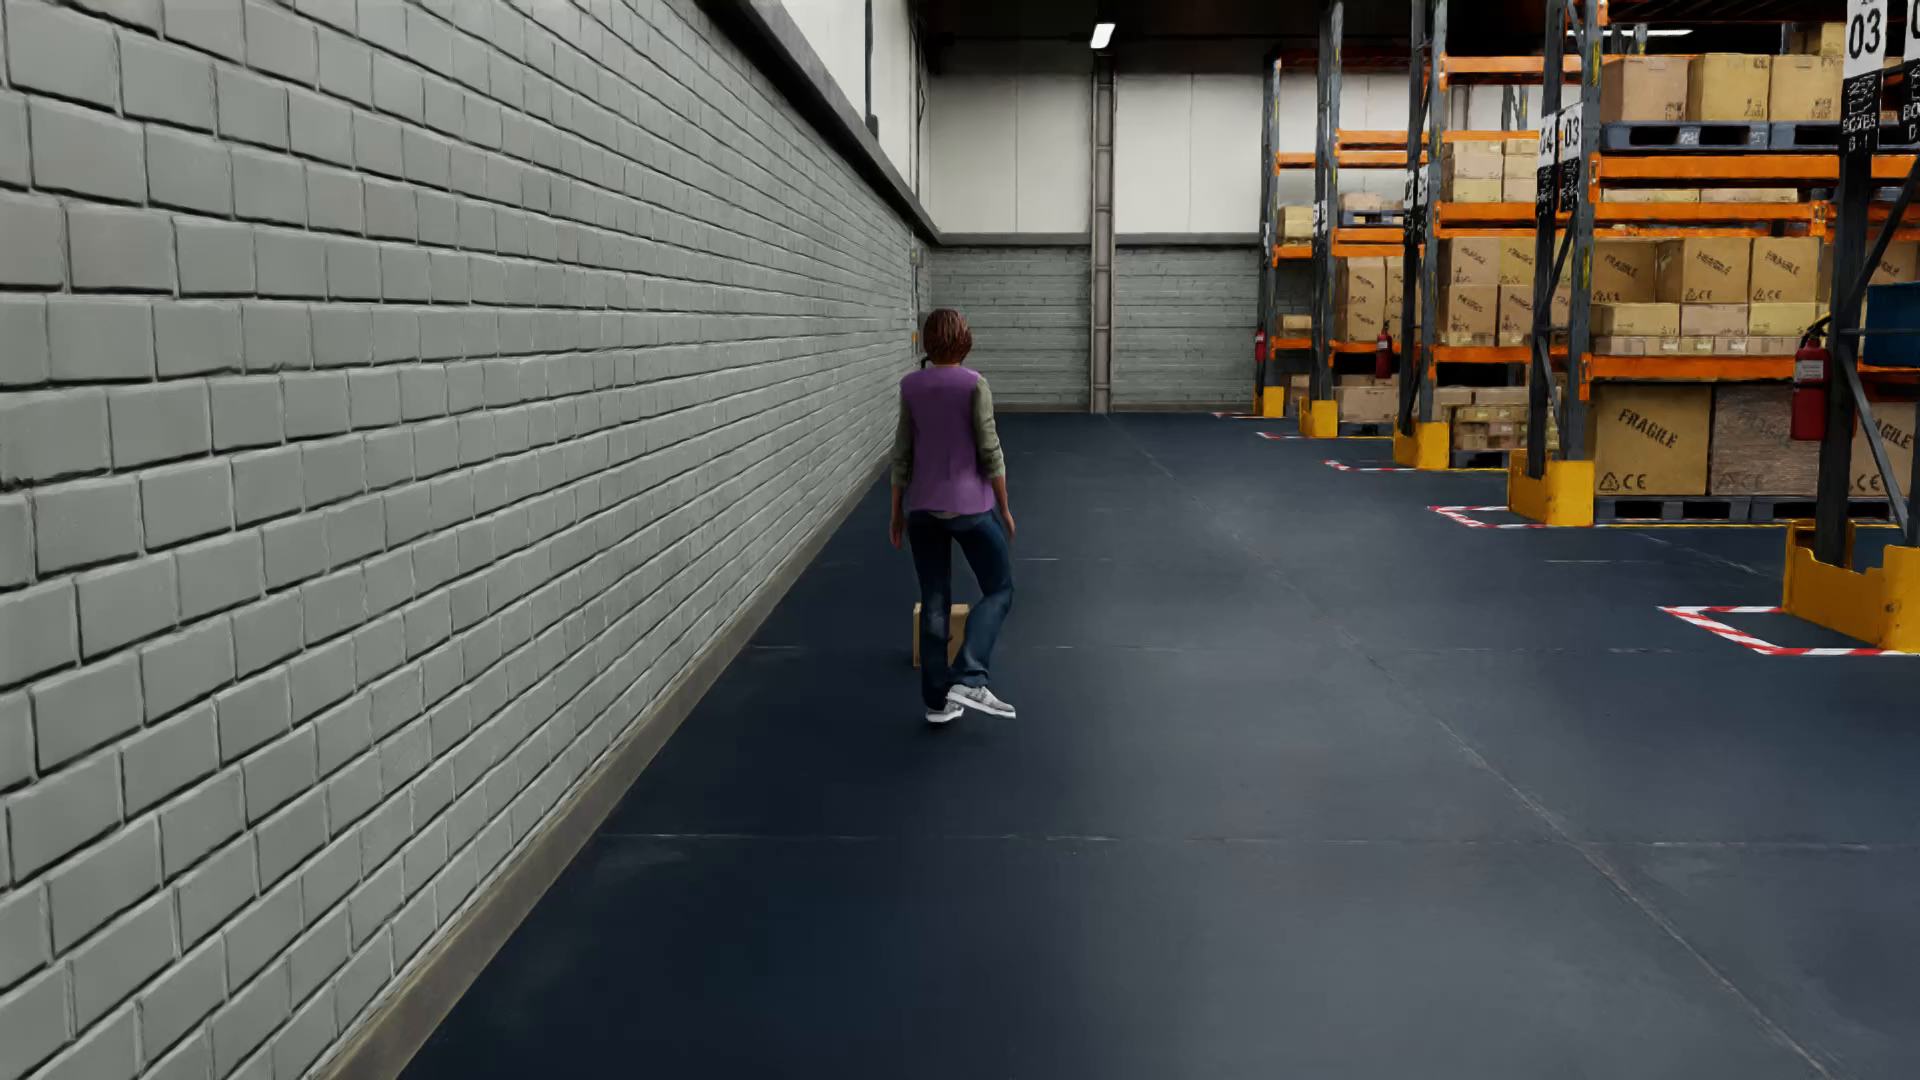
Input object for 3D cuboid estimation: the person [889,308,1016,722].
[{"bbox_3d":[-0.009,-0.085,6.347,0.580,1.590,0.420,4,8,26],"label":"person"}]
